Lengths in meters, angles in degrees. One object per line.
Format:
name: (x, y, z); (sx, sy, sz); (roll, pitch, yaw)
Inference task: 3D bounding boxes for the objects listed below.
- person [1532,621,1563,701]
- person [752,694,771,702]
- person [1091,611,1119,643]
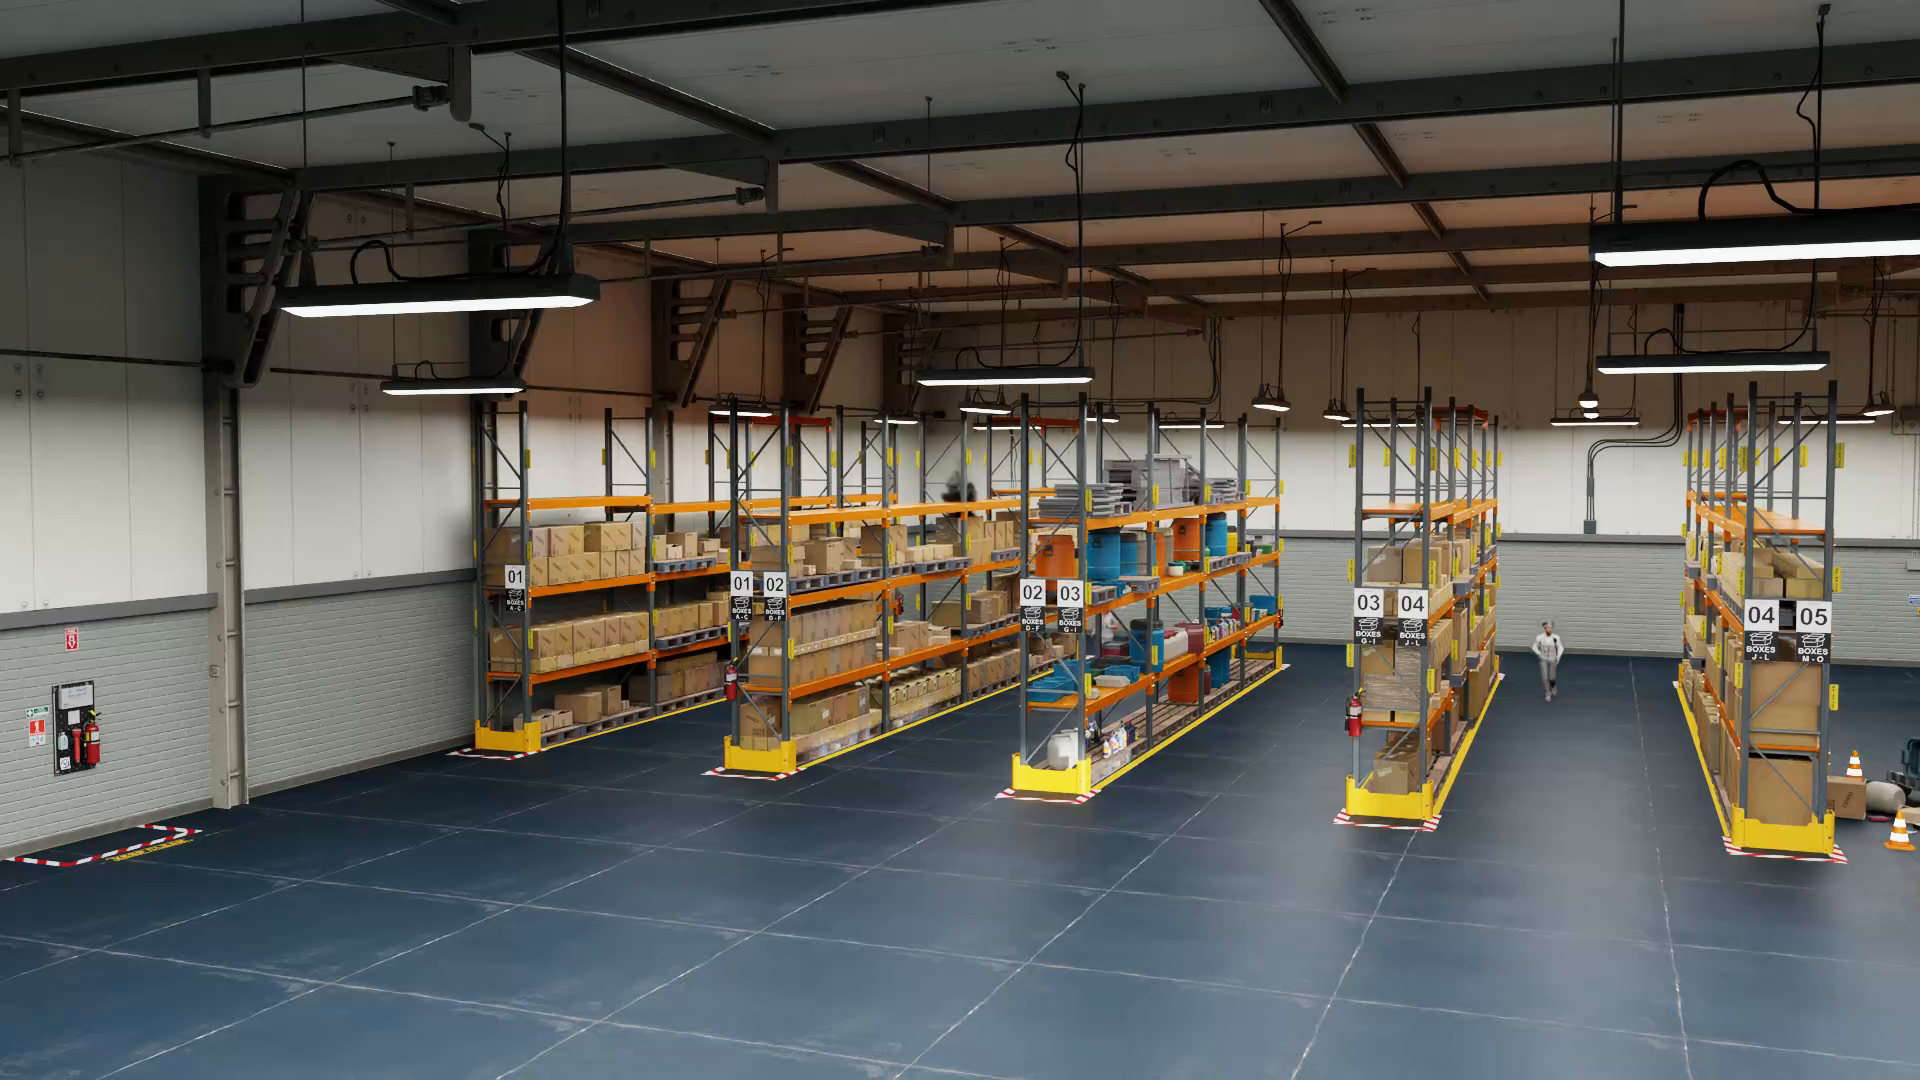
person: (12.171, 2.506, 34.447); (0.609, 1.666, 0.544); (1, 3, 17)
person: (-3.613, 2.659, 30.500); (0.578, 1.680, 0.882); (1, 3, 15)
person: (3.282, 2.250, 37.636); (0.655, 1.814, 0.937); (1, 3, 12)
